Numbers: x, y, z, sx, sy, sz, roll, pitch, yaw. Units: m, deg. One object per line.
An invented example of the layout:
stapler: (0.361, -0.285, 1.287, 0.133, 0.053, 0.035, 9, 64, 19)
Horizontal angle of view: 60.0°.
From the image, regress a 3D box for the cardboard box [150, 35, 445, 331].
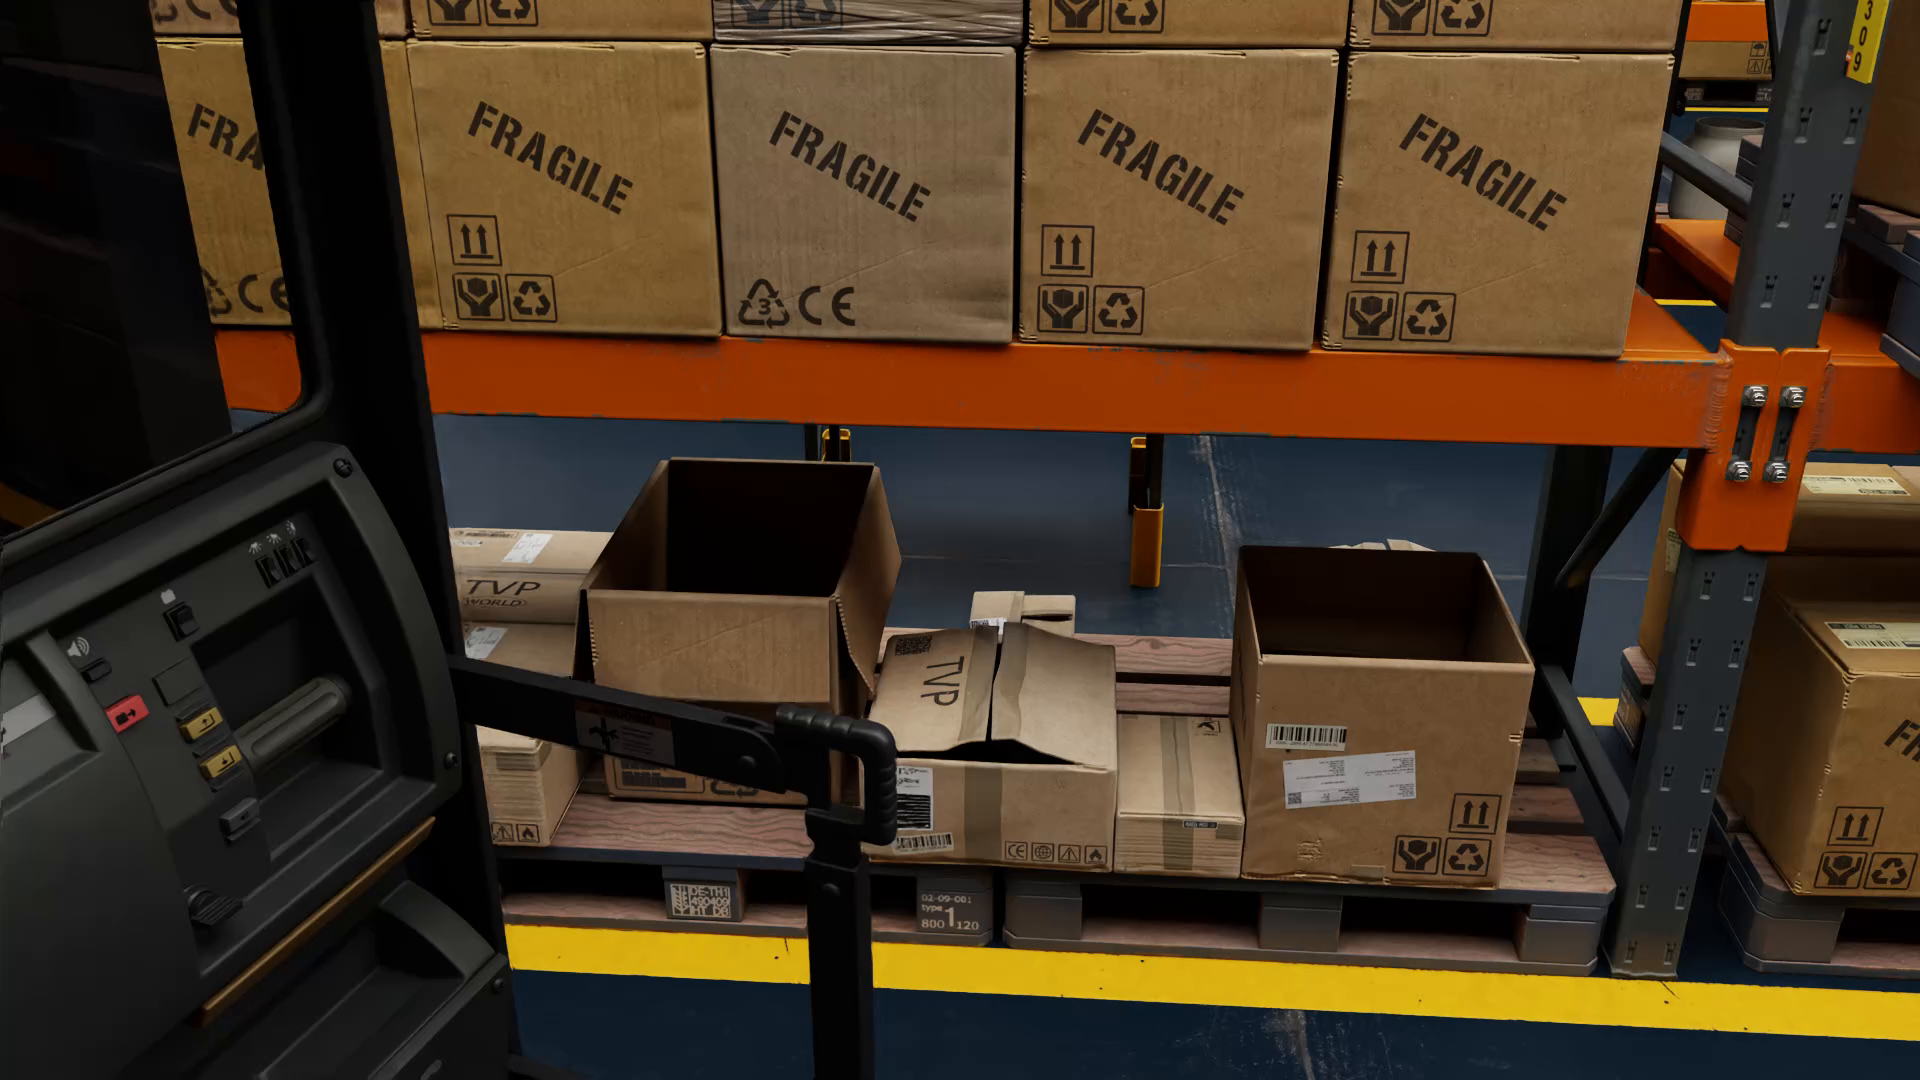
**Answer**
cardboard box: (-1.142, -0.707, 3.077, 0.500, 0.500, 0.500, 2, 25, 4)

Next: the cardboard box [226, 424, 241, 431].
cardboard box: (-2.018, 0.034, 4.053, 0.500, 0.500, 0.500, 2, 25, 4)

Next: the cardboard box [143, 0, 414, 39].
cardboard box: (-1.137, -1.161, 2.868, 0.500, 0.500, 0.500, 2, 25, 5)

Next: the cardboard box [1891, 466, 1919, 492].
cardboard box: (2.415, 0.163, 3.772, 0.500, 0.500, 0.500, 2, 25, 4)

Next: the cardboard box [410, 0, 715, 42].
cardboard box: (-0.630, -1.145, 2.834, 0.500, 0.500, 0.500, 2, 25, 4)

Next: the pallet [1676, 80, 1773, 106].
pallet: (5.379, -3.479, 12.559, 1.213, 0.211, 1.003, 2, 25, 4)

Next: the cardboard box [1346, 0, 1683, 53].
cardboard box: (0.885, -1.097, 2.729, 0.500, 0.500, 0.500, 2, 25, 4)

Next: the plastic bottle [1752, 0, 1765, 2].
plastic bottle: (3.492, -2.469, 7.181, 0.097, 0.271, 0.097, 0, 25, 0)

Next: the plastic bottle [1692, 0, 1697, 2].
plastic bottle: (3.147, -2.494, 7.229, 0.135, 0.276, 0.152, 2, 25, 4)

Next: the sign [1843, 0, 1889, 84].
sign: (1.375, -0.856, 2.485, 0.005, 0.325, 0.100, 2, 25, 4)

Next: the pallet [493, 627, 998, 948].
pallet: (-0.496, 0.518, 3.873, 1.213, 0.211, 1.003, 2, 25, 4)

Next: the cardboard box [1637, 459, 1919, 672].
cardboard box: (1.923, 0.143, 3.814, 0.500, 0.500, 0.500, 2, 25, 4)

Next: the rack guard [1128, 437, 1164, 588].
rack guard: (0.573, -0.095, 5.158, 0.087, 0.250, 0.587, 2, 25, 4)

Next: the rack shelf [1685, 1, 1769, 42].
rack shelf: (3.786, -2.362, 7.656, 4.000, 0.370, 1.077, 2, 25, 4)

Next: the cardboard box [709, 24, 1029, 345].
cardboard box: (-0.136, -0.675, 3.008, 0.500, 0.500, 0.500, 2, 25, 5)

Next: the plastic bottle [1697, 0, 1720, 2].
plastic bottle: (3.261, -2.445, 7.212, 0.097, 0.201, 0.097, 0, 25, 0)

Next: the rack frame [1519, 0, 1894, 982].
rack frame: (1.409, -0.689, 3.158, 0.127, 3.000, 1.000, 2, 25, 4)

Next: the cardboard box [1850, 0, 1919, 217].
cardboard box: (1.864, -0.817, 2.814, 0.500, 0.500, 0.700, -6, 25, -14)

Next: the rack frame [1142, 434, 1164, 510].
rack frame: (0.592, -0.662, 4.895, 0.032, 1.500, 0.500, 2, 25, 4)

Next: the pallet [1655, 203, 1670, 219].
pallet: (3.778, -1.406, 8.054, 1.213, 0.211, 1.003, 2, 25, 4)

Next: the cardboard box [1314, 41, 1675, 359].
cardboard box: (0.891, -0.643, 2.940, 0.500, 0.500, 0.500, 2, 25, 5)

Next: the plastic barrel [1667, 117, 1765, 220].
plastic barrel: (3.595, -1.711, 7.854, 0.421, 0.512, 0.421, 0, 25, 0)

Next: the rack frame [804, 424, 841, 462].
rack frame: (-0.422, -0.695, 4.966, 0.032, 1.500, 0.500, 2, 25, 4)

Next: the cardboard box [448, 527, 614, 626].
cardboard box: (-1.074, 0.190, 4.012, 0.500, 0.250, 0.500, 2, 25, 4)

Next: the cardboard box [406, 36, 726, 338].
cardboard box: (-0.644, -0.690, 3.041, 0.500, 0.500, 0.500, 2, 25, 5)

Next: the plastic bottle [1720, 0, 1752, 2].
plastic bottle: (3.379, -2.486, 7.213, 0.135, 0.276, 0.152, 2, 25, 4)

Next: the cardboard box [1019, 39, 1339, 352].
cardboard box: (0.377, -0.659, 2.975, 0.500, 0.500, 0.500, 3, 25, 5)

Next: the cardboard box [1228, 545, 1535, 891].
cardboard box: (0.819, 0.347, 3.372, 0.500, 0.500, 0.500, 2, 25, 4)

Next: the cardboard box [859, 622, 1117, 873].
cardboard box: (0.071, 0.409, 3.463, 0.500, 0.311, 0.500, 2, 25, 4)

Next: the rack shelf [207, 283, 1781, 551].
rack shelf: (-0.585, -0.426, 3.448, 4.000, 0.370, 1.077, 2, 25, 4)

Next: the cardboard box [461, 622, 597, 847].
cardboard box: (-1.062, 0.400, 3.555, 0.500, 0.250, 0.500, 2, 25, 4)

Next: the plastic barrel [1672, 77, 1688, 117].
plastic barrel: (3.039, -1.944, 7.893, 0.708, 0.901, 0.600, 2, 25, 4)

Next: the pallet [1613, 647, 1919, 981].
pallet: (2.223, 0.588, 3.719, 1.213, 0.211, 1.003, 2, 25, 4)

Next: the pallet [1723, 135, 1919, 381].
pallet: (2.197, -0.531, 3.044, 1.213, 0.211, 1.003, 2, 25, 4)

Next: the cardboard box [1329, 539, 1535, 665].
cardboard box: (1.007, 0.229, 3.854, 0.500, 0.311, 0.500, 2, 25, 4)

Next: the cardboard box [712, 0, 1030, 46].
cardboard box: (-0.129, -1.128, 2.798, 0.500, 0.500, 0.500, 2, 25, 4)

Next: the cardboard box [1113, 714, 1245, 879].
cardboard box: (0.440, 0.519, 3.417, 0.250, 0.149, 0.380, 2, 25, 4)

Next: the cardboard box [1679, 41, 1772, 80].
cardboard box: (5.473, -3.946, 12.276, 0.875, 0.875, 1.225, 1, 25, 2)

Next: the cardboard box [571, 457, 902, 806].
cardboard box: (-0.465, 0.187, 3.714, 0.637, 0.503, 0.797, 2, 25, 4)

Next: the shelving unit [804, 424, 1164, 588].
shelving unit: (0.076, -0.679, 4.931, 1.083, 1.500, 0.587, 2, 25, 4)

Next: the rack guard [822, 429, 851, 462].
rack guard: (-0.421, -0.127, 5.227, 0.087, 0.250, 0.587, 2, 25, 4)

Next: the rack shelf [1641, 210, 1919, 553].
rack shelf: (3.403, -0.298, 3.170, 4.000, 0.370, 1.077, 2, 25, 4)

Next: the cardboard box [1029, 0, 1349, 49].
cardboard box: (0.374, -1.112, 2.762, 0.500, 0.500, 0.500, 1, 25, 3)

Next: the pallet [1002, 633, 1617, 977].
pallet: (0.724, 0.556, 3.790, 1.213, 0.211, 1.003, 2, 25, 4)

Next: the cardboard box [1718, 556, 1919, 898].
cardboard box: (1.872, 0.364, 3.335, 0.500, 0.500, 0.500, 1, 25, 2)

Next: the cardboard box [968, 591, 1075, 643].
cardboard box: (0.144, 0.271, 3.935, 0.250, 0.166, 0.380, 2, 25, 4)
